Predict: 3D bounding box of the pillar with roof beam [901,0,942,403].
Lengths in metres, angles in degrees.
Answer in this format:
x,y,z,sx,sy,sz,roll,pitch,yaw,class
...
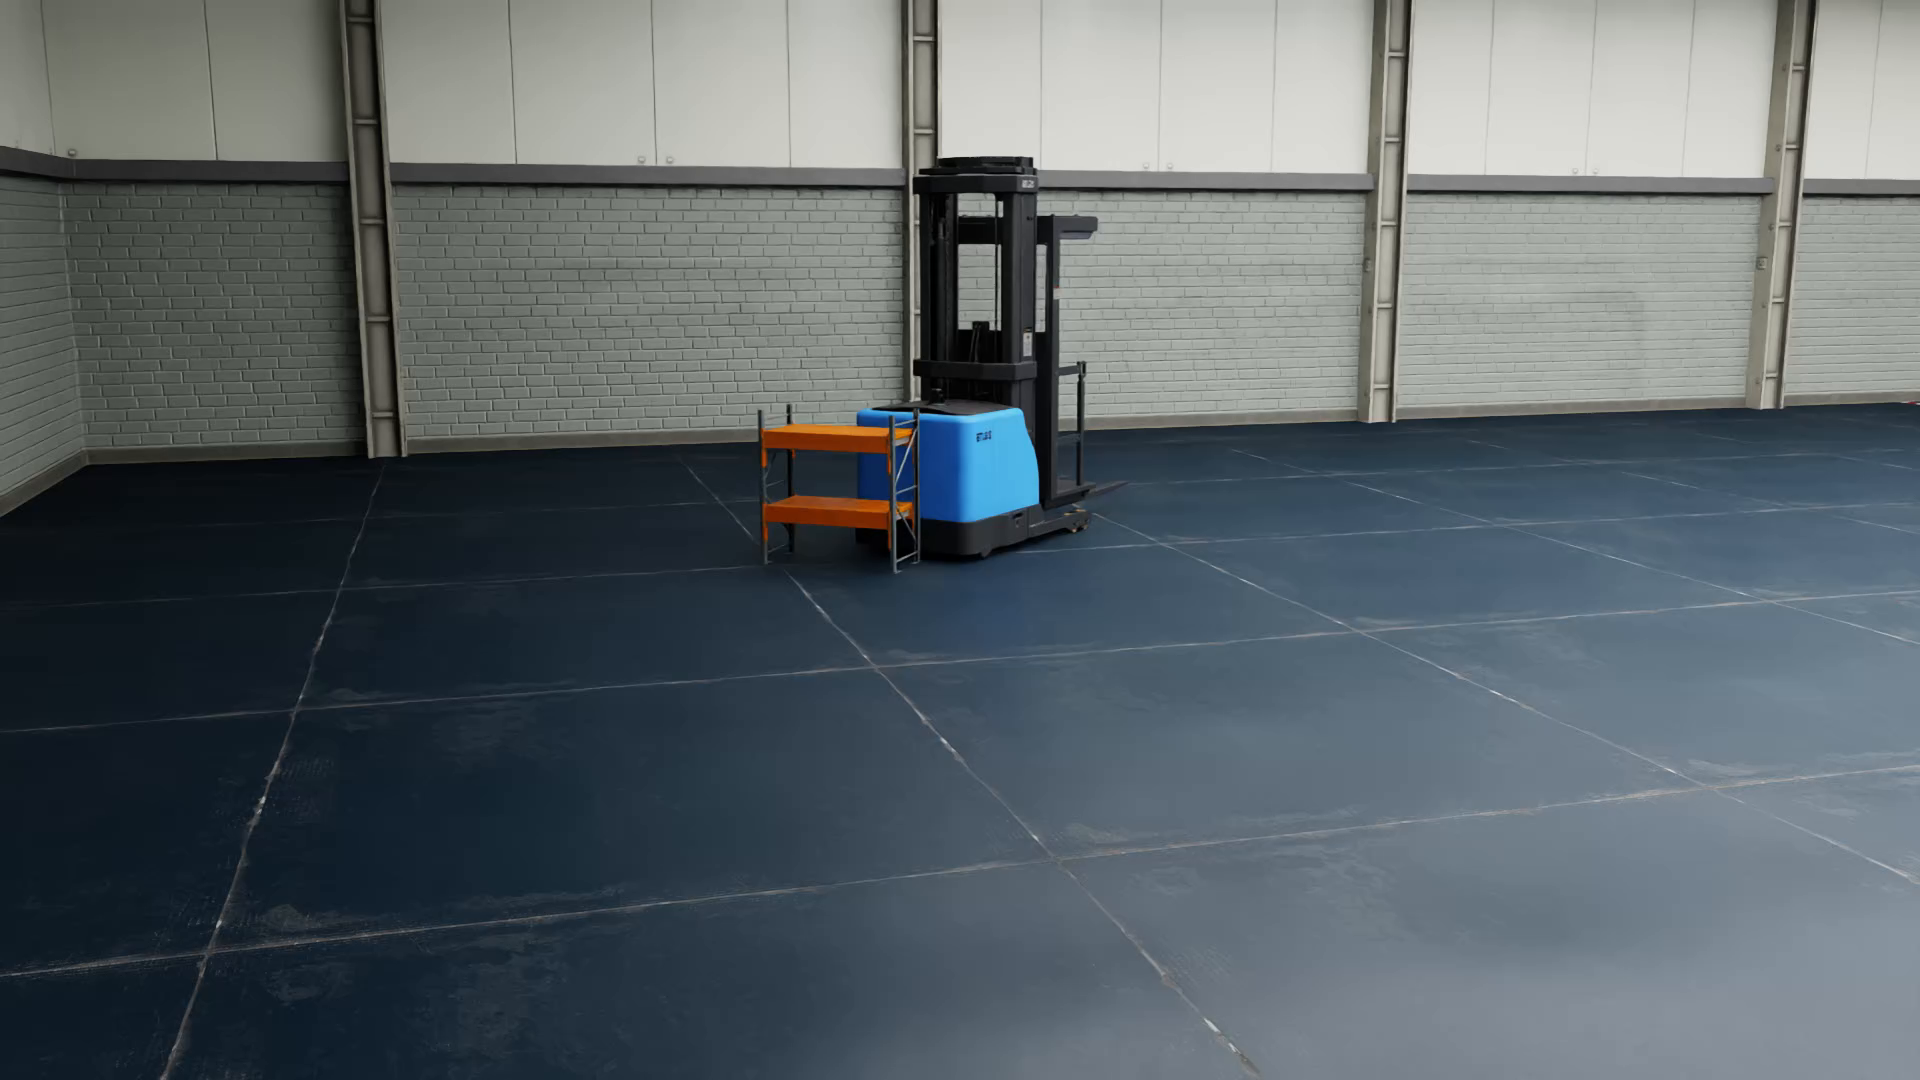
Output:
x,y,z,sx,sy,sz,roll,pitch,yaw,class
0.770,-4.893,14.772,0.400,9.000,9.100,-3,11,-16,pillar with roof beam

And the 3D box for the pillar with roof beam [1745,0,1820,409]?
x,y,z,sx,sy,sz,roll,pitch,yaw,class
12.292,-5.501,18.071,0.400,9.000,9.100,-3,11,-16,pillar with roof beam

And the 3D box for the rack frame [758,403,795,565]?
x,y,z,sx,sy,sz,roll,pitch,yaw,class
-1.344,-0.417,12.207,0.032,1.125,0.500,4,11,20,rack frame

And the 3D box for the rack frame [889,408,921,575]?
x,y,z,sx,sy,sz,roll,pitch,yaw,class
-0.391,-0.353,11.857,0.032,1.125,0.500,4,11,20,rack frame

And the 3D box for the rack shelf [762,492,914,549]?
x,y,z,sx,sy,sz,roll,pitch,yaw,class
-0.868,-0.145,12.076,1.000,0.278,0.538,4,11,20,rack shelf

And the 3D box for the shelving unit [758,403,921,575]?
x,y,z,sx,sy,sz,roll,pitch,yaw,class
-0.868,-0.385,12.032,1.048,1.125,0.538,4,11,20,shelving unit

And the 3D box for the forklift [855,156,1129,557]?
x,y,z,sx,sy,sz,roll,pitch,yaw,class
0.411,-1.537,13.298,1.130,2.935,3.031,6,12,31,forklift

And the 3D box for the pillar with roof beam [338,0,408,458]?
x,y,z,sx,sy,sz,roll,pitch,yaw,class
-4.991,-4.590,13.123,0.400,9.000,9.100,-3,11,-16,pillar with roof beam

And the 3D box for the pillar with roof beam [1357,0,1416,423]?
x,y,z,sx,sy,sz,roll,pitch,yaw,class
6.531,-5.197,16.421,0.400,9.000,9.100,-3,11,-16,pillar with roof beam

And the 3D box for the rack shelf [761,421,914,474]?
x,y,z,sx,sy,sz,roll,pitch,yaw,class
-0.868,-0.673,11.979,1.000,0.278,0.538,4,11,20,rack shelf
